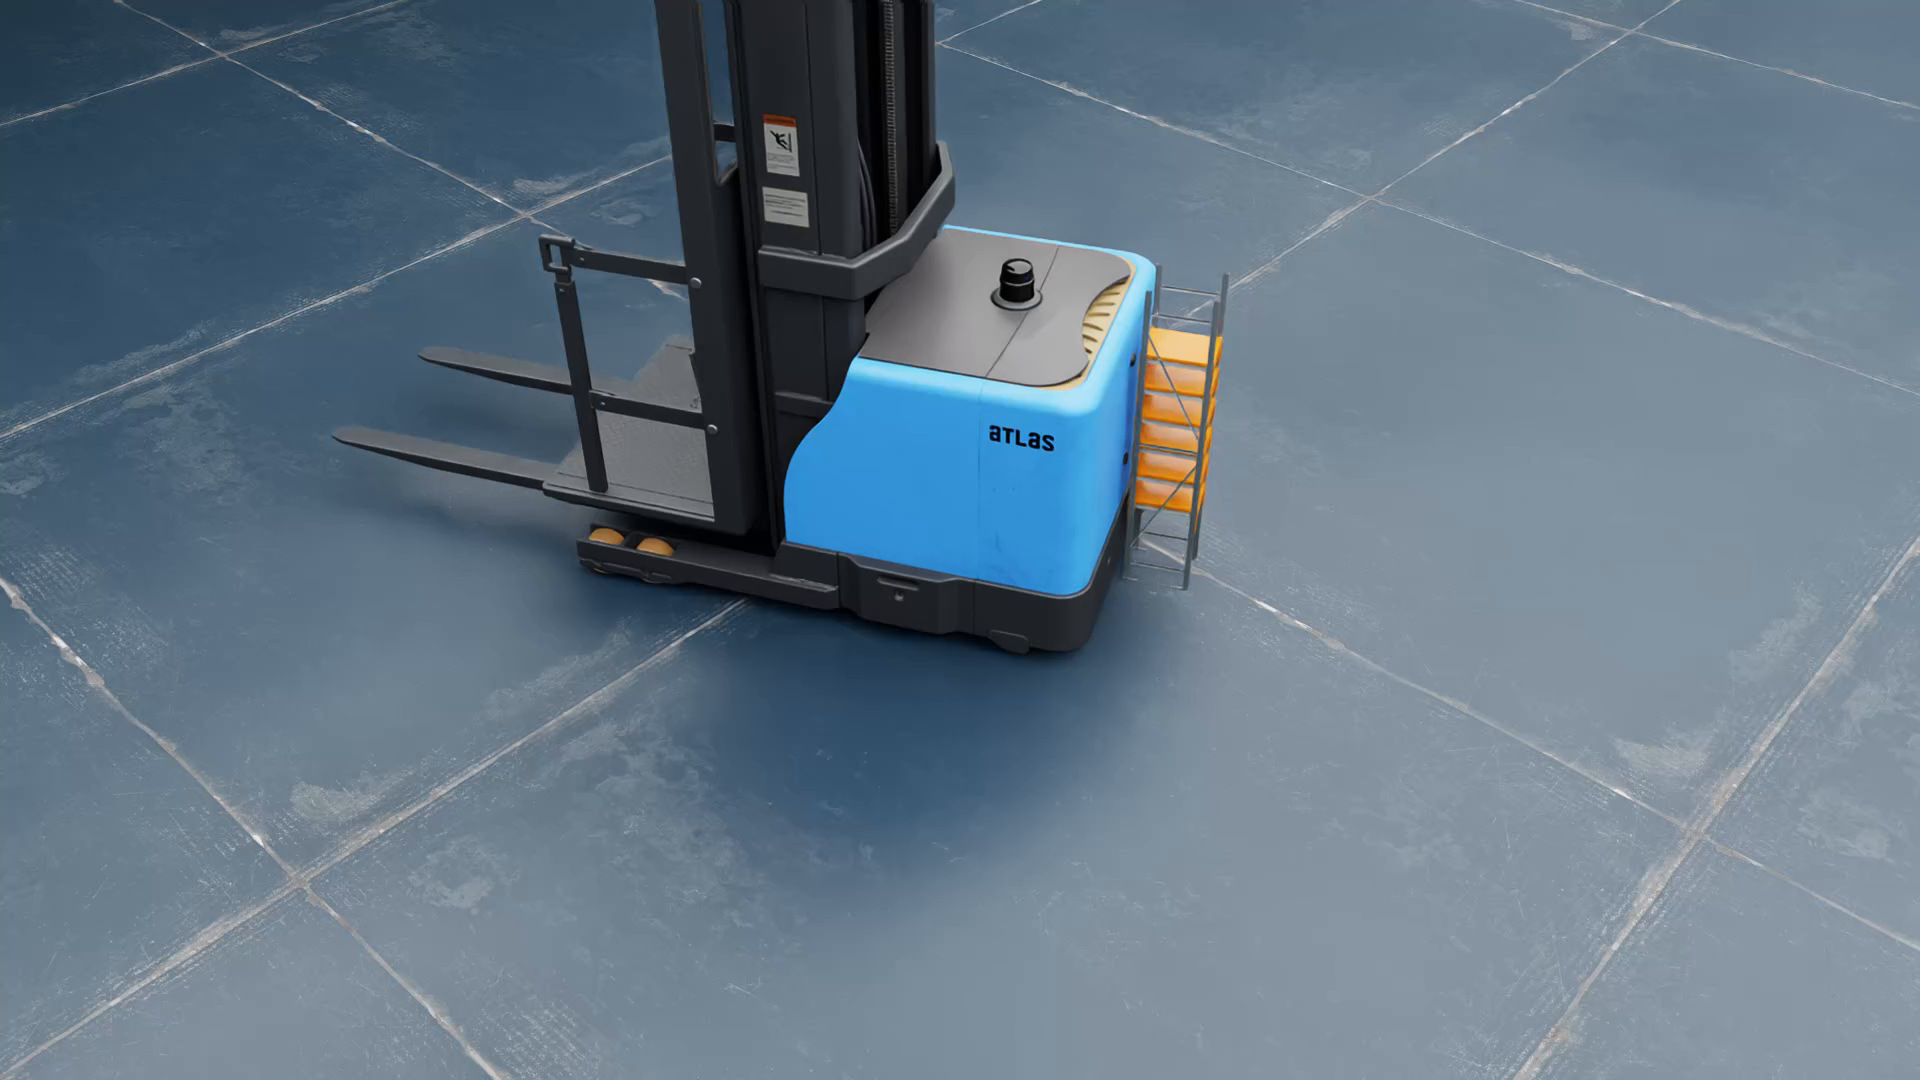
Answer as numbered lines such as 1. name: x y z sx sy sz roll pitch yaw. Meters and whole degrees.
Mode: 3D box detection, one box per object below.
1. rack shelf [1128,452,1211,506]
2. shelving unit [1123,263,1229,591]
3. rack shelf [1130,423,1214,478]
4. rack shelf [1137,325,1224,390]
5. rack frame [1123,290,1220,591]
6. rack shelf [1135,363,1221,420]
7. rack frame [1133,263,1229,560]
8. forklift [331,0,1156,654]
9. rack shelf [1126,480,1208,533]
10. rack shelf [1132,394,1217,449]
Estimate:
1. rack shelf: 0.736 -0.234 5.844 0.258 0.103 0.180 10 40 13
2. shelving unit: 0.736 -0.362 5.742 0.258 1.200 0.189 10 40 13
3. rack shelf: 0.736 -0.328 5.769 0.258 0.103 0.180 10 40 13
4. rack shelf: 0.736 -0.609 5.545 0.258 0.103 0.180 10 40 13
5. rack frame: 0.711 -0.308 5.673 0.240 1.200 0.006 10 40 13
6. rack shelf: 0.736 -0.516 5.620 0.258 0.103 0.180 10 40 13
7. rack frame: 0.761 -0.417 5.811 0.240 1.200 0.006 10 40 13
8. forklift: -0.878 -1.288 5.515 3.031 2.935 1.130 11 40 14
9. rack shelf: 0.736 -0.140 5.919 0.258 0.103 0.180 10 40 13
10. rack shelf: 0.736 -0.422 5.695 0.258 0.103 0.180 10 40 13
